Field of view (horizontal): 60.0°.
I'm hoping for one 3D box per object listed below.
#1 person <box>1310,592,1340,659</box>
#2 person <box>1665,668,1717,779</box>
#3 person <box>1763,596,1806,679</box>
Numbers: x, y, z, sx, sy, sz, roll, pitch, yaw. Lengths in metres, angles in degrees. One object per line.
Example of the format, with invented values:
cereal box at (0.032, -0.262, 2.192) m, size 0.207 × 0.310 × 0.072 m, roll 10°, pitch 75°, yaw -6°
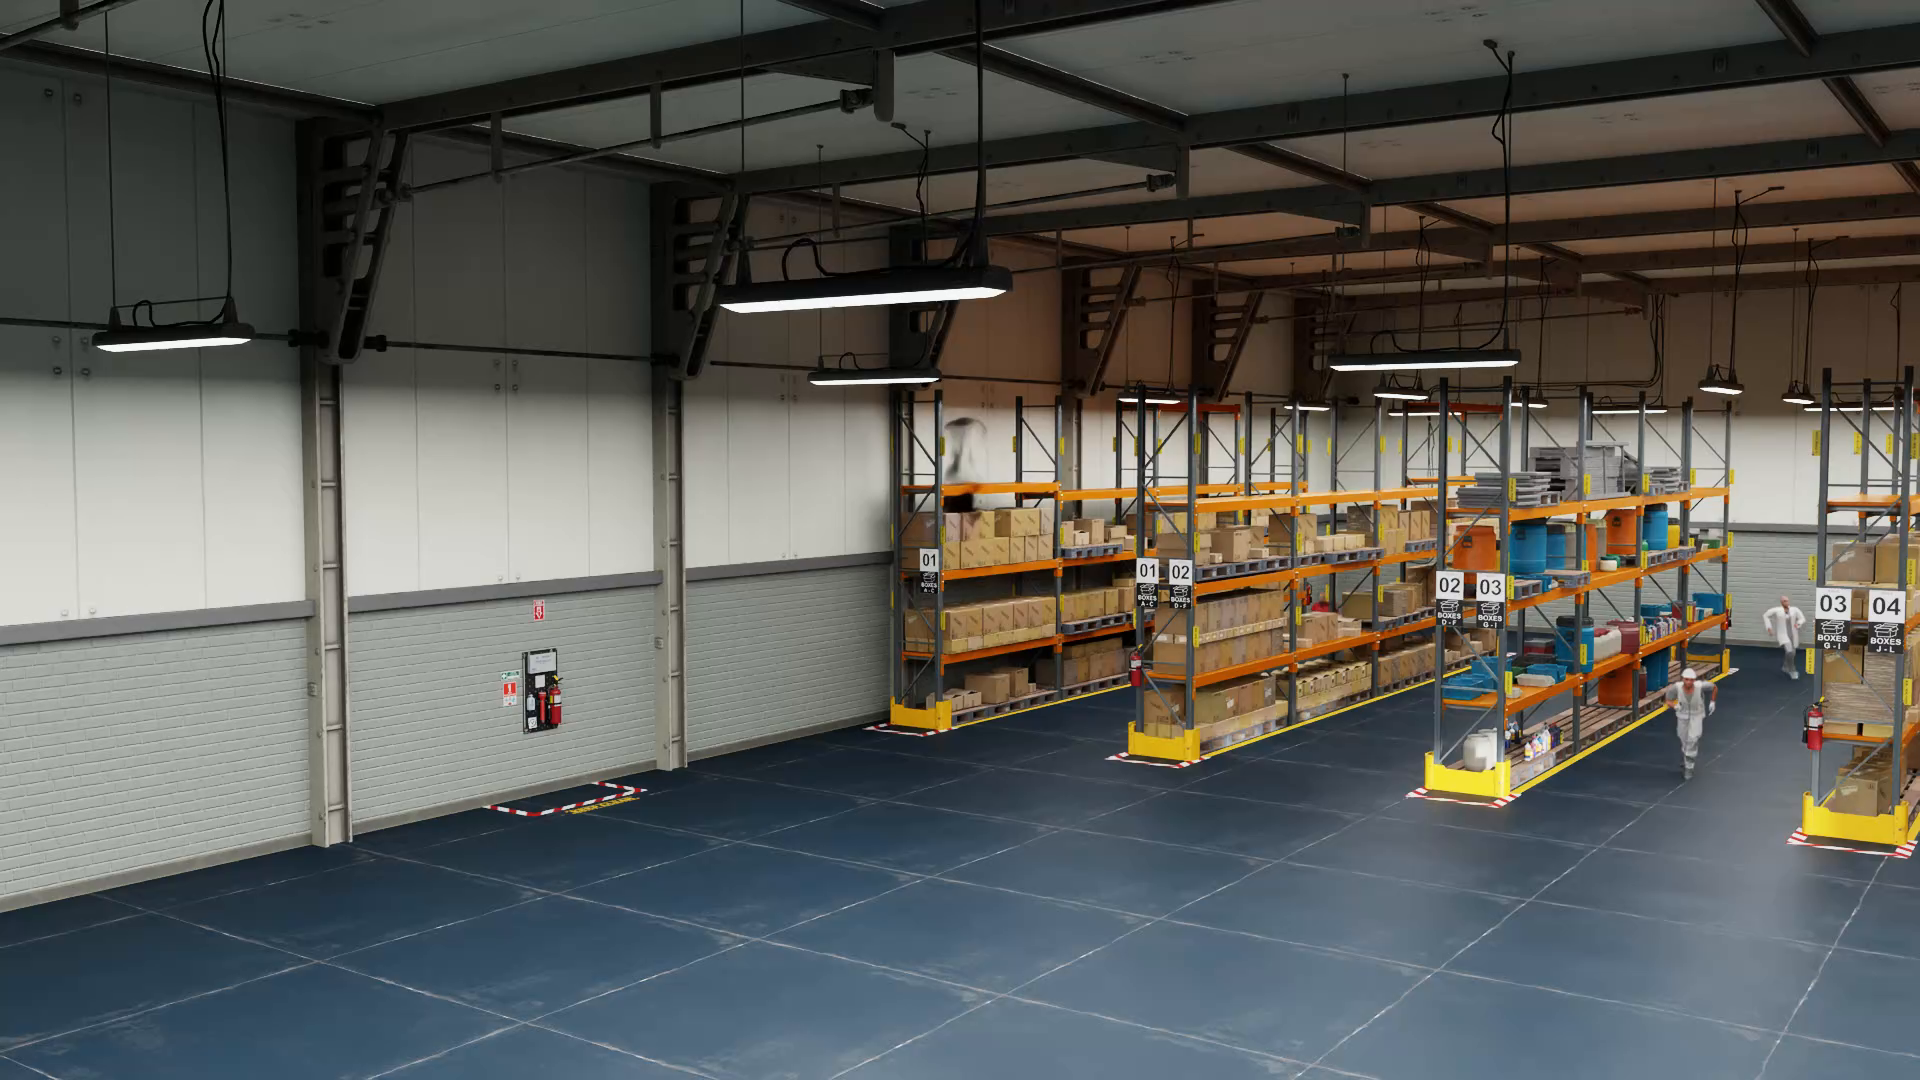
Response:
person at (8.241, 2.032, 37.798) m, size 0.636 × 1.679 × 0.670 m, roll 2°, pitch 4°, yaw 29°
person at (11.106, 2.768, 25.273) m, size 0.707 × 1.719 × 1.026 m, roll 2°, pitch 4°, yaw 27°
person at (17.898, 2.110, 36.069) m, size 0.757 × 1.812 × 0.798 m, roll 0°, pitch 3°, yaw 4°
